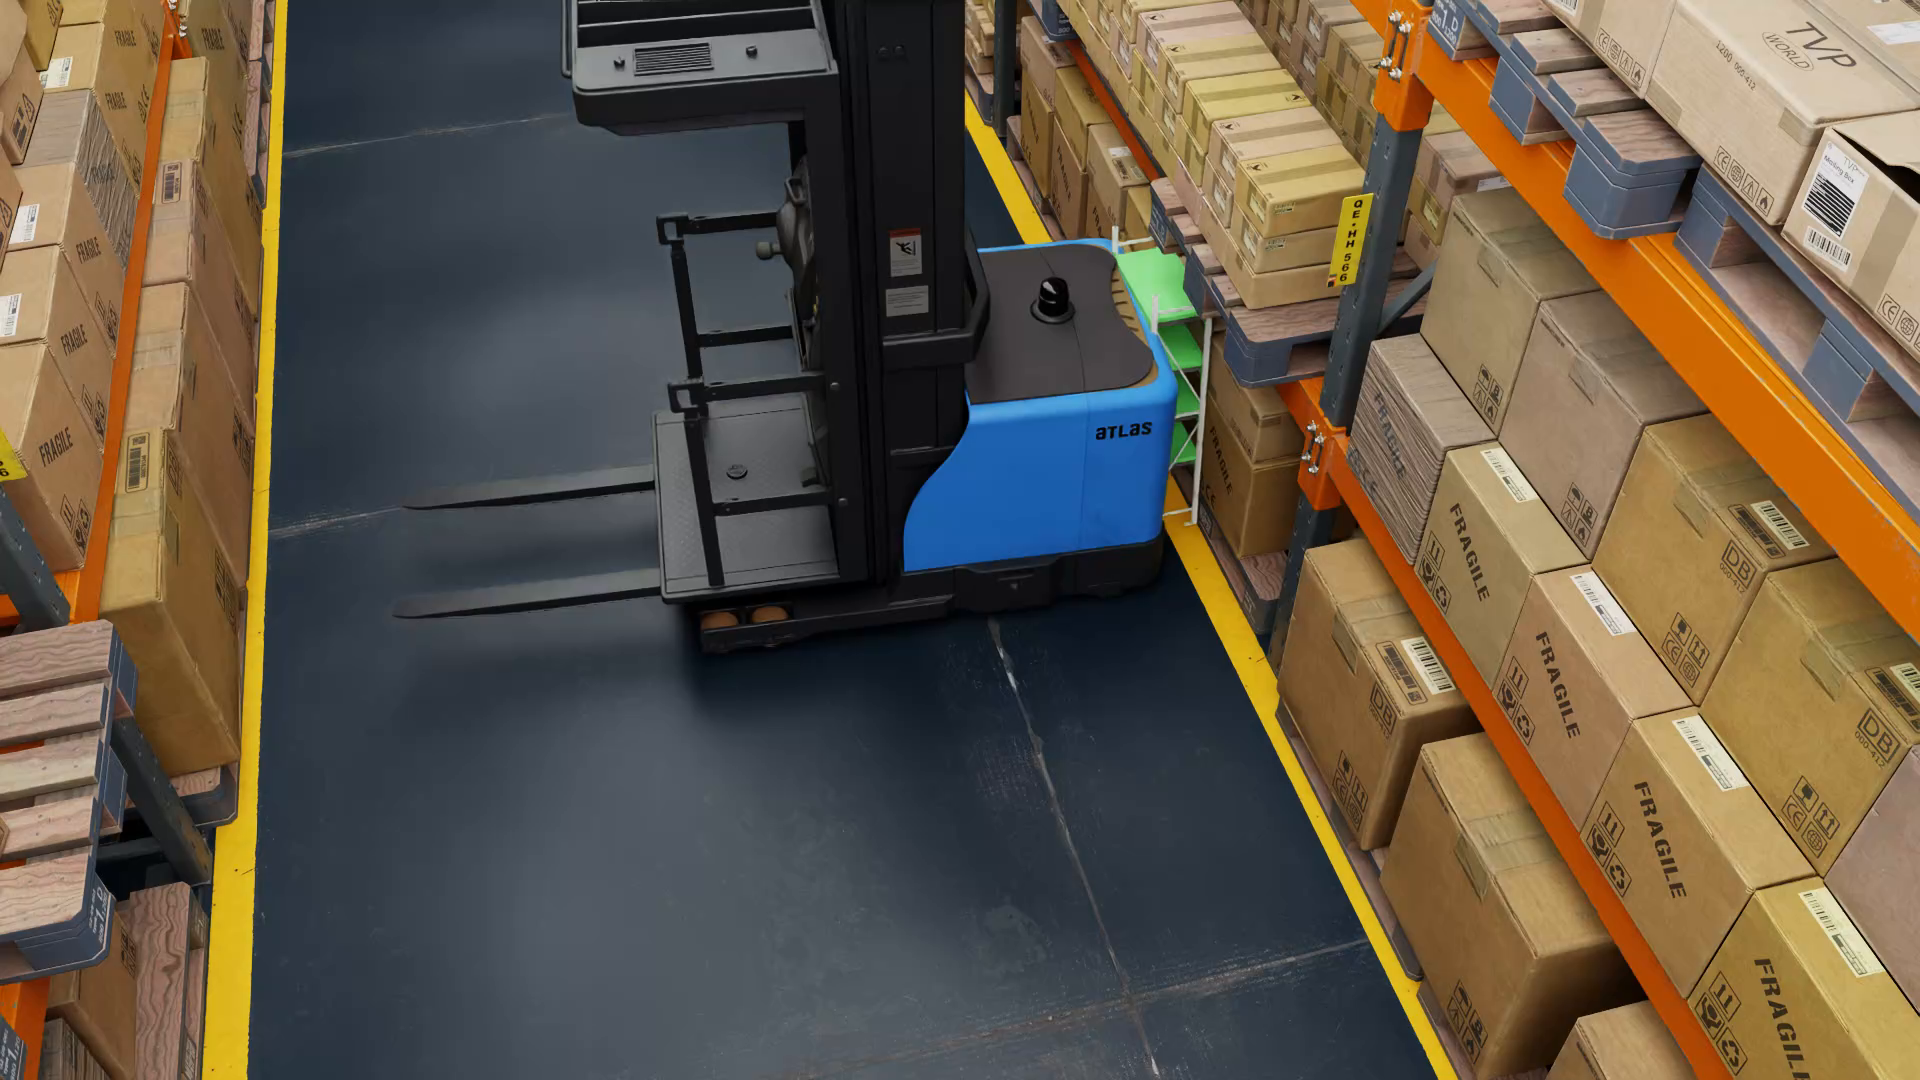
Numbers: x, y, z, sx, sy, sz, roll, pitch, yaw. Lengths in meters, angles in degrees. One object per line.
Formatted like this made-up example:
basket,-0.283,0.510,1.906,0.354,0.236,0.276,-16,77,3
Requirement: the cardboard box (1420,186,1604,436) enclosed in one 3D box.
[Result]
cardboard box,1.809,-0.705,4.821,0.700,0.500,0.500,-11,47,-11

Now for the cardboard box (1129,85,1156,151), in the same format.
cardboard box,0.874,-1.655,6.404,0.380,0.149,0.250,-13,47,-12

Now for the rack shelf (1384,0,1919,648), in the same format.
rack shelf,2.216,-0.049,3.352,1.077,0.370,4.000,-11,47,-10

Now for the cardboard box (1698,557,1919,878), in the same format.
cardboard box,2.204,0.351,3.787,0.700,0.500,0.500,-11,47,-11

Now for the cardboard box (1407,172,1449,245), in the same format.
cardboard box,1.774,-1.165,5.716,0.380,0.149,0.250,-9,46,-9

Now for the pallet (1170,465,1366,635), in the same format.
pallet,1.505,-0.196,7.045,1.003,0.211,1.213,-11,47,-10

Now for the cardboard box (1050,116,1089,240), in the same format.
cardboard box,0.750,-1.742,8.064,0.500,0.500,0.500,-9,46,-9

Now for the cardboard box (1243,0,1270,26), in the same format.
cardboard box,1.370,-2.240,6.769,0.380,0.149,0.250,-9,46,-9

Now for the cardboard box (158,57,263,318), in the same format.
cardboard box,-3.958,-1.521,7.585,1.225,0.875,0.875,-11,47,-10

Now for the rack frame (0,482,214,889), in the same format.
rack frame,-3.117,0.205,4.699,1.000,3.000,0.127,-11,47,-10

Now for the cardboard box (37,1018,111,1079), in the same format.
cardboard box,-2.772,1.766,4.612,0.700,0.500,0.500,-14,47,-14

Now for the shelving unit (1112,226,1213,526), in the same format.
shelving unit,0.798,-0.649,6.764,0.258,1.200,0.503,-11,44,-8

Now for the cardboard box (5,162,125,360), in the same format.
cardboard box,-3.247,-0.924,5.736,0.500,0.500,0.500,-11,47,-11

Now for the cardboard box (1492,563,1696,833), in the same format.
cardboard box,1.819,0.391,4.447,0.500,0.500,0.500,-11,47,-10

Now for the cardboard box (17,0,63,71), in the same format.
cardboard box,-3.805,-2.027,6.115,0.797,0.503,0.637,-10,46,-10

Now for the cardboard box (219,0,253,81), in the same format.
cardboard box,-4.463,-3.051,9.084,0.875,0.875,0.875,-11,47,-10

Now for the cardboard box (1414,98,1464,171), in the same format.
cardboard box,1.701,-1.439,5.776,0.380,0.149,0.250,-12,47,-11

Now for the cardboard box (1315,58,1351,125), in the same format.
cardboard box,1.566,-1.710,6.250,0.380,0.149,0.250,-11,47,-10

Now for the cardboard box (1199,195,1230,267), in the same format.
cardboard box,1.071,-1.119,5.879,0.380,0.149,0.250,-11,47,-10

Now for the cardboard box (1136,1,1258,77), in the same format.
cardboard box,0.878,-1.859,6.188,0.380,0.149,0.250,-11,47,-10

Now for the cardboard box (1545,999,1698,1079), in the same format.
cardboard box,2.239,1.692,4.524,1.050,0.750,0.750,-11,47,-10

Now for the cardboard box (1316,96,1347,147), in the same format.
cardboard box,1.576,-1.594,6.345,0.380,0.149,0.250,-9,46,-8

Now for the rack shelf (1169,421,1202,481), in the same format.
rack shelf,0.810,-0.427,6.971,0.258,0.148,0.480,-11,44,-8

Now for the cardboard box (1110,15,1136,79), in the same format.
cardboard box,0.805,-1.943,6.478,0.380,0.149,0.250,-10,46,-9

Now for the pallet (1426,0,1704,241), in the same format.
pallet,1.920,-1.181,4.090,1.213,0.211,1.003,-9,46,-8

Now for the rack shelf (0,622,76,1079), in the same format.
rack shelf,-2.605,1.838,3.603,1.077,0.370,4.000,-11,47,-10

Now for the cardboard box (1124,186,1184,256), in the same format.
cardboard box,1.021,-1.291,7.097,0.500,0.250,0.500,-10,46,-9

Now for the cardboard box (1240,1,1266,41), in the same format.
cardboard box,1.378,-2.132,6.871,0.380,0.149,0.250,-12,47,-12

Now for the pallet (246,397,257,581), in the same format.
pallet,-3.555,-0.217,7.066,1.003,0.211,1.213,-11,47,-10

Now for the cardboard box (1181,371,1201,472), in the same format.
cardboard box,1.153,-0.669,7.013,0.500,0.500,0.500,-9,46,-9

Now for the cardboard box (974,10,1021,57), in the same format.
cardboard box,0.292,-2.806,9.144,0.380,0.149,0.250,-10,46,-10

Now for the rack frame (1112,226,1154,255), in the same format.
rack frame,0.740,-0.809,6.939,0.240,1.200,0.015,-11,44,-8

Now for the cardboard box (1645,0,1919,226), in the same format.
cardboard box,1.805,-0.925,3.448,0.500,0.250,0.500,-10,46,-9

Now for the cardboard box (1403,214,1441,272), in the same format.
cardboard box,1.784,-1.037,5.798,0.380,0.149,0.250,-11,47,-11

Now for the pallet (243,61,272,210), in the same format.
pallet,-4.260,-2.120,8.930,1.003,0.211,1.213,-11,47,-10

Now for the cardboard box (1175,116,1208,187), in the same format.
cardboard box,0.997,-1.418,5.964,0.380,0.149,0.250,-10,46,-9

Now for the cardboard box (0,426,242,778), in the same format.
cardboard box,-3.273,0.322,5.779,1.225,0.875,0.875,-13,47,-12

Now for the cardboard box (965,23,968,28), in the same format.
cardboard box,0.134,-3.116,9.657,0.380,0.149,0.250,-12,47,-12

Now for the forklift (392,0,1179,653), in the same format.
forklift,-0.748,-0.992,5.920,3.031,2.935,1.130,-7,46,-7

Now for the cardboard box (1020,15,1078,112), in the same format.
cardboard box,0.614,-2.369,8.154,0.500,0.250,0.500,-13,47,-12

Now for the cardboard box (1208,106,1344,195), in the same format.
cardboard box,1.073,-1.327,5.667,0.380,0.149,0.250,-11,47,-11

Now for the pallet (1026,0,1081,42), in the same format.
pallet,0.735,-2.772,7.751,1.003,0.211,1.213,-11,47,-10

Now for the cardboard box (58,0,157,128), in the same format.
cardboard box,-3.637,-1.975,6.766,0.500,0.500,0.500,-9,46,-9

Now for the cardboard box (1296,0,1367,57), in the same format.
cardboard box,1.505,-1.978,6.304,0.380,0.149,0.250,-9,46,-8

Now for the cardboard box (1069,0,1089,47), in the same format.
cardboard box,0.675,-2.196,6.934,0.380,0.149,0.250,-11,47,-11

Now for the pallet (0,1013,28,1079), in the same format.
pallet,-2.570,1.632,3.436,1.003,0.211,1.213,-11,47,-10

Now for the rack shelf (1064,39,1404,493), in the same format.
rack shelf,1.192,-1.761,7.130,1.077,0.370,4.000,-11,47,-10
